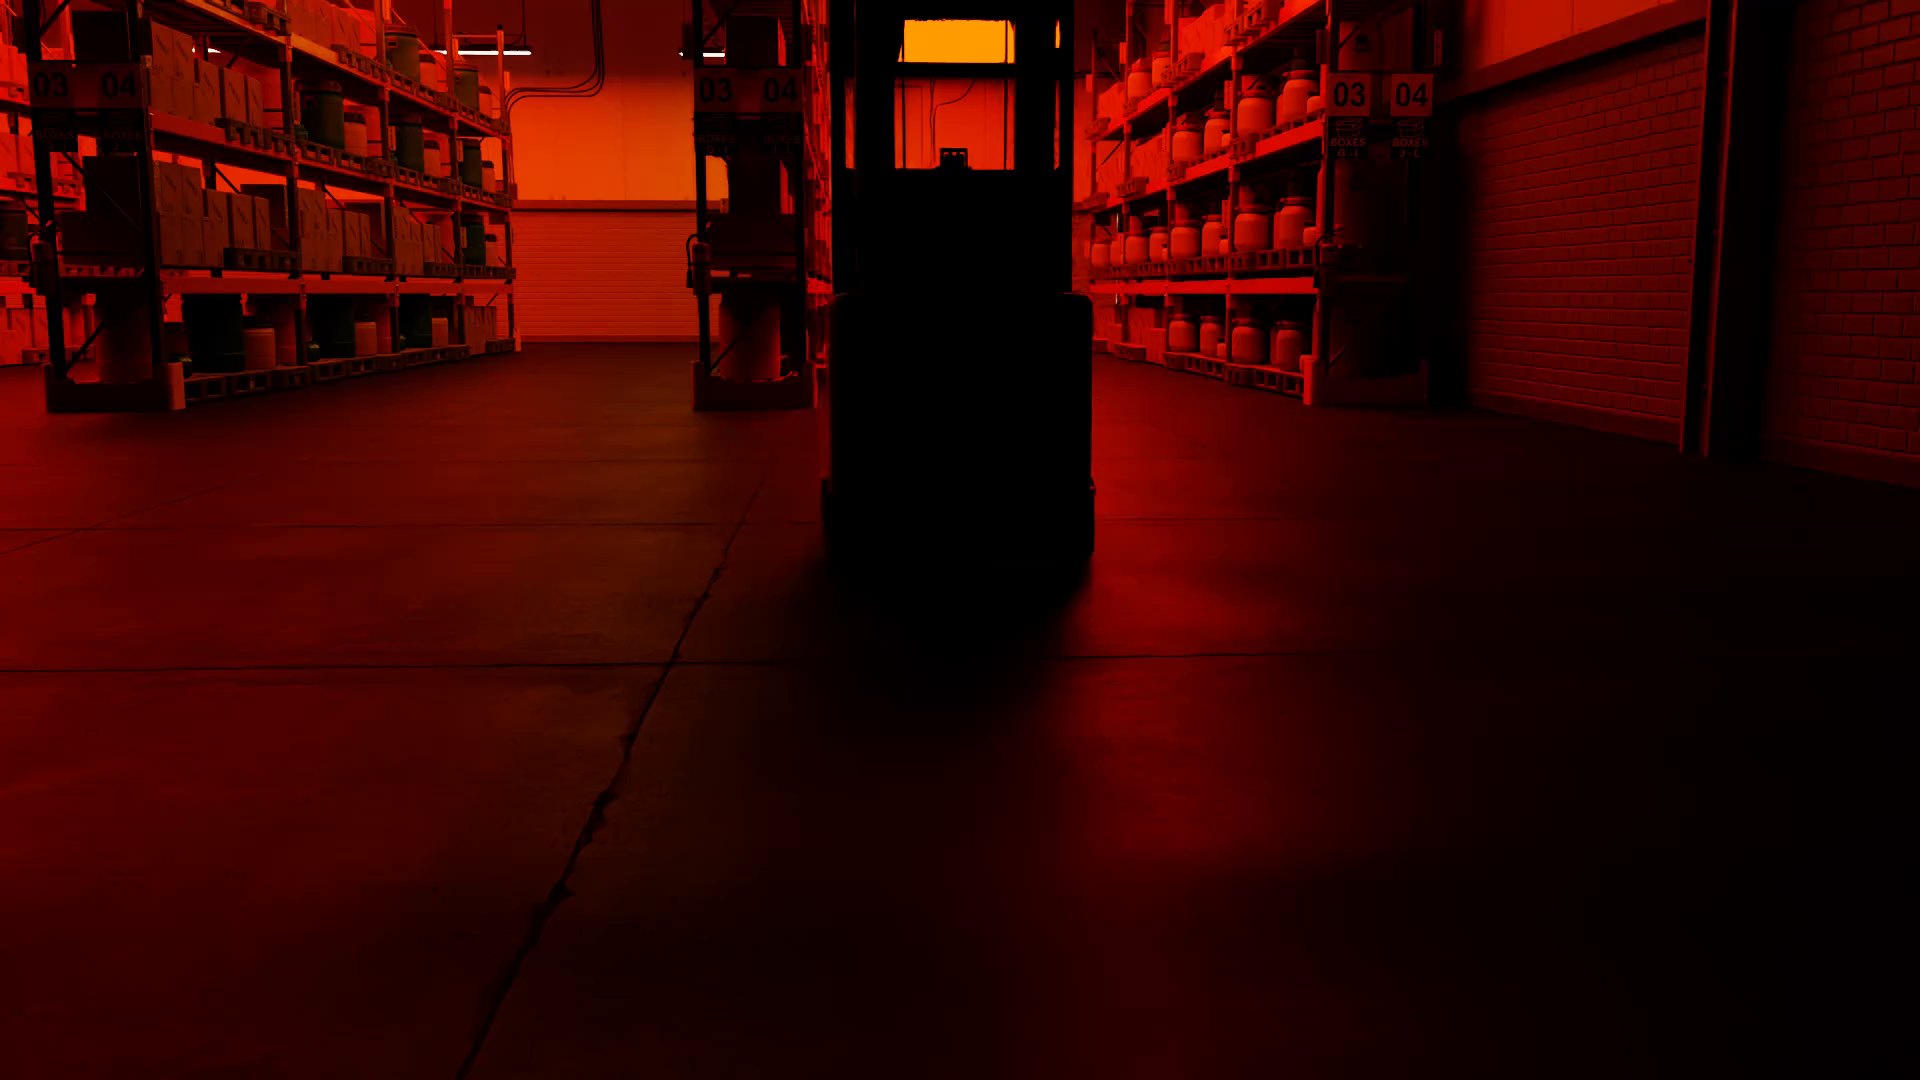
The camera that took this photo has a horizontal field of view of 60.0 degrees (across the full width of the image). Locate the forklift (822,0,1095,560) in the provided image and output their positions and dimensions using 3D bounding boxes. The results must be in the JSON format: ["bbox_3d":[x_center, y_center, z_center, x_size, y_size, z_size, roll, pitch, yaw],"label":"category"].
[{"bbox_3d":[-0.045,-1.549,7.765,1.130,2.935,3.031,0,8,-2],"label":"forklift"}]
